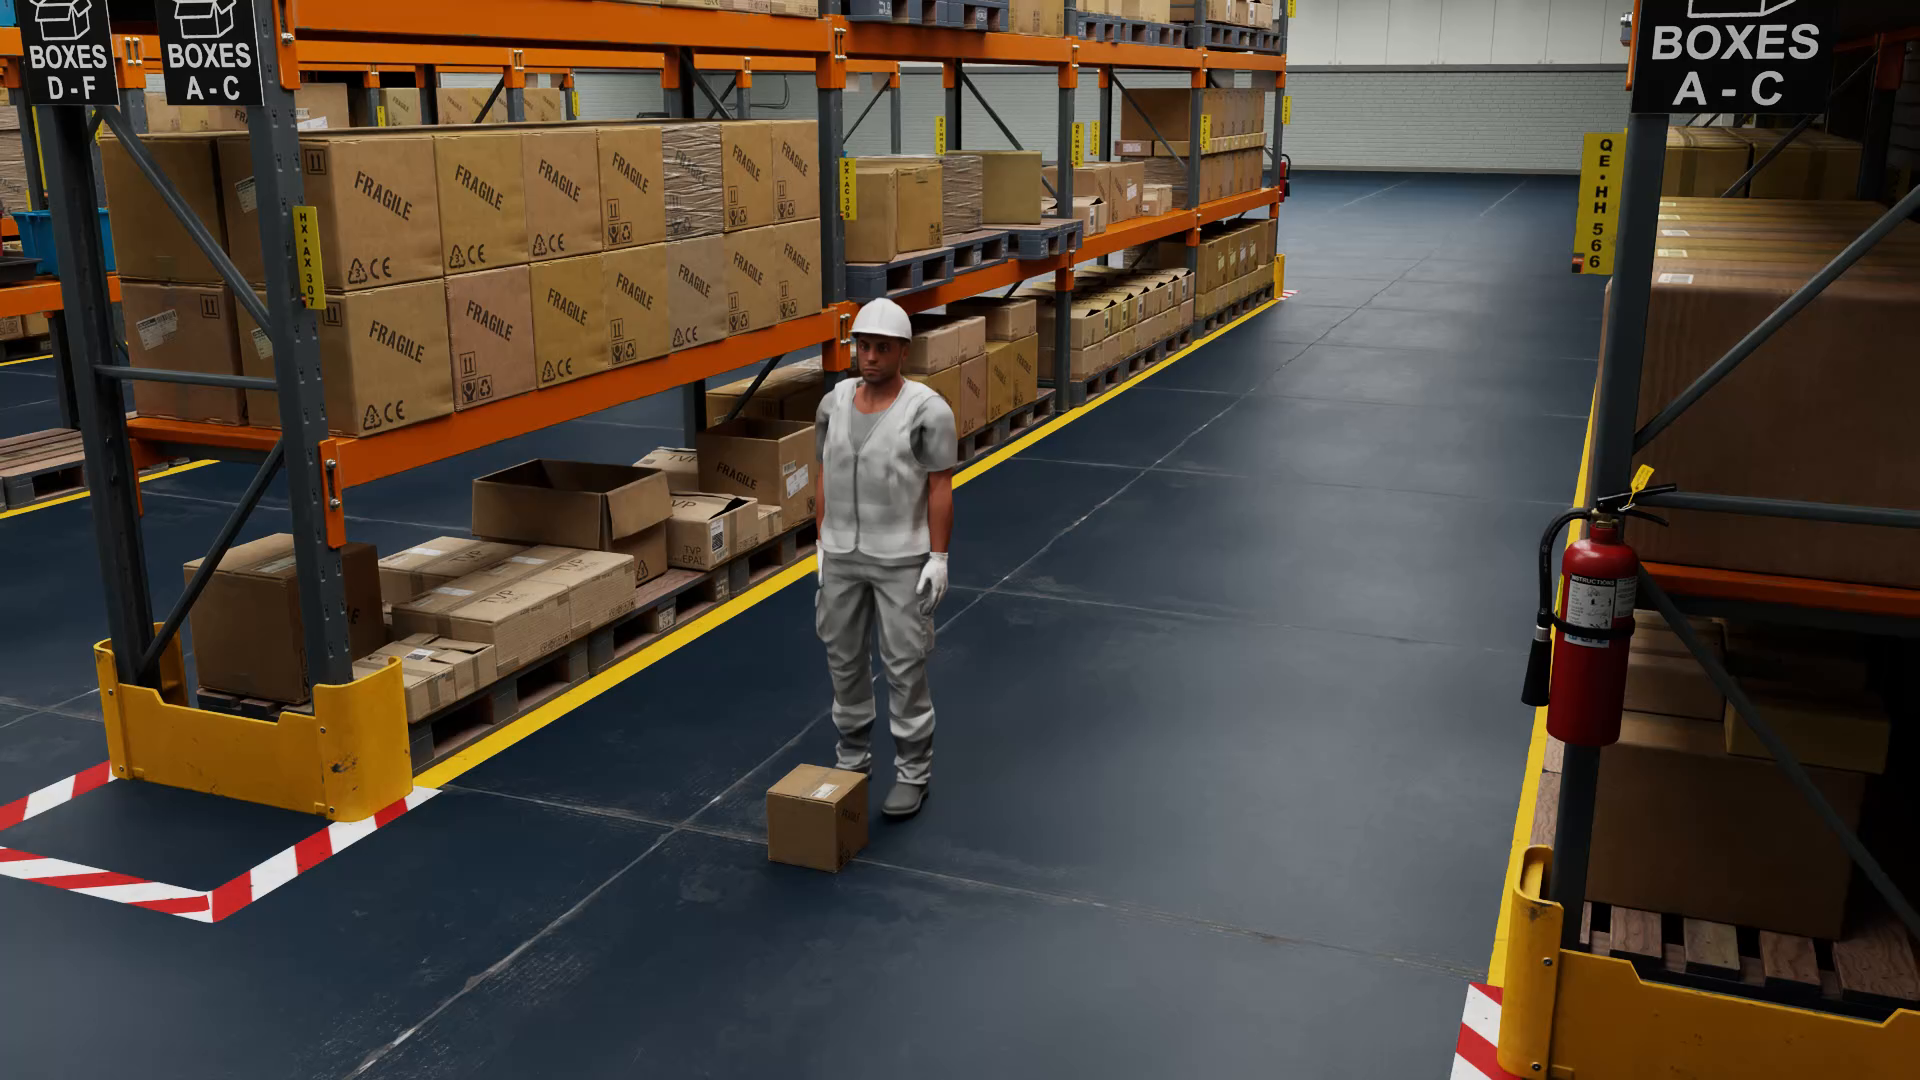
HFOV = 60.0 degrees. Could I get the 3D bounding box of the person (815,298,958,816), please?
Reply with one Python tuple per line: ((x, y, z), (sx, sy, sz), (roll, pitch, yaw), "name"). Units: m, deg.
((-0.278, 0.081, 5.741), (0.524, 1.819, 0.358), (6, 16, 22), "person")
